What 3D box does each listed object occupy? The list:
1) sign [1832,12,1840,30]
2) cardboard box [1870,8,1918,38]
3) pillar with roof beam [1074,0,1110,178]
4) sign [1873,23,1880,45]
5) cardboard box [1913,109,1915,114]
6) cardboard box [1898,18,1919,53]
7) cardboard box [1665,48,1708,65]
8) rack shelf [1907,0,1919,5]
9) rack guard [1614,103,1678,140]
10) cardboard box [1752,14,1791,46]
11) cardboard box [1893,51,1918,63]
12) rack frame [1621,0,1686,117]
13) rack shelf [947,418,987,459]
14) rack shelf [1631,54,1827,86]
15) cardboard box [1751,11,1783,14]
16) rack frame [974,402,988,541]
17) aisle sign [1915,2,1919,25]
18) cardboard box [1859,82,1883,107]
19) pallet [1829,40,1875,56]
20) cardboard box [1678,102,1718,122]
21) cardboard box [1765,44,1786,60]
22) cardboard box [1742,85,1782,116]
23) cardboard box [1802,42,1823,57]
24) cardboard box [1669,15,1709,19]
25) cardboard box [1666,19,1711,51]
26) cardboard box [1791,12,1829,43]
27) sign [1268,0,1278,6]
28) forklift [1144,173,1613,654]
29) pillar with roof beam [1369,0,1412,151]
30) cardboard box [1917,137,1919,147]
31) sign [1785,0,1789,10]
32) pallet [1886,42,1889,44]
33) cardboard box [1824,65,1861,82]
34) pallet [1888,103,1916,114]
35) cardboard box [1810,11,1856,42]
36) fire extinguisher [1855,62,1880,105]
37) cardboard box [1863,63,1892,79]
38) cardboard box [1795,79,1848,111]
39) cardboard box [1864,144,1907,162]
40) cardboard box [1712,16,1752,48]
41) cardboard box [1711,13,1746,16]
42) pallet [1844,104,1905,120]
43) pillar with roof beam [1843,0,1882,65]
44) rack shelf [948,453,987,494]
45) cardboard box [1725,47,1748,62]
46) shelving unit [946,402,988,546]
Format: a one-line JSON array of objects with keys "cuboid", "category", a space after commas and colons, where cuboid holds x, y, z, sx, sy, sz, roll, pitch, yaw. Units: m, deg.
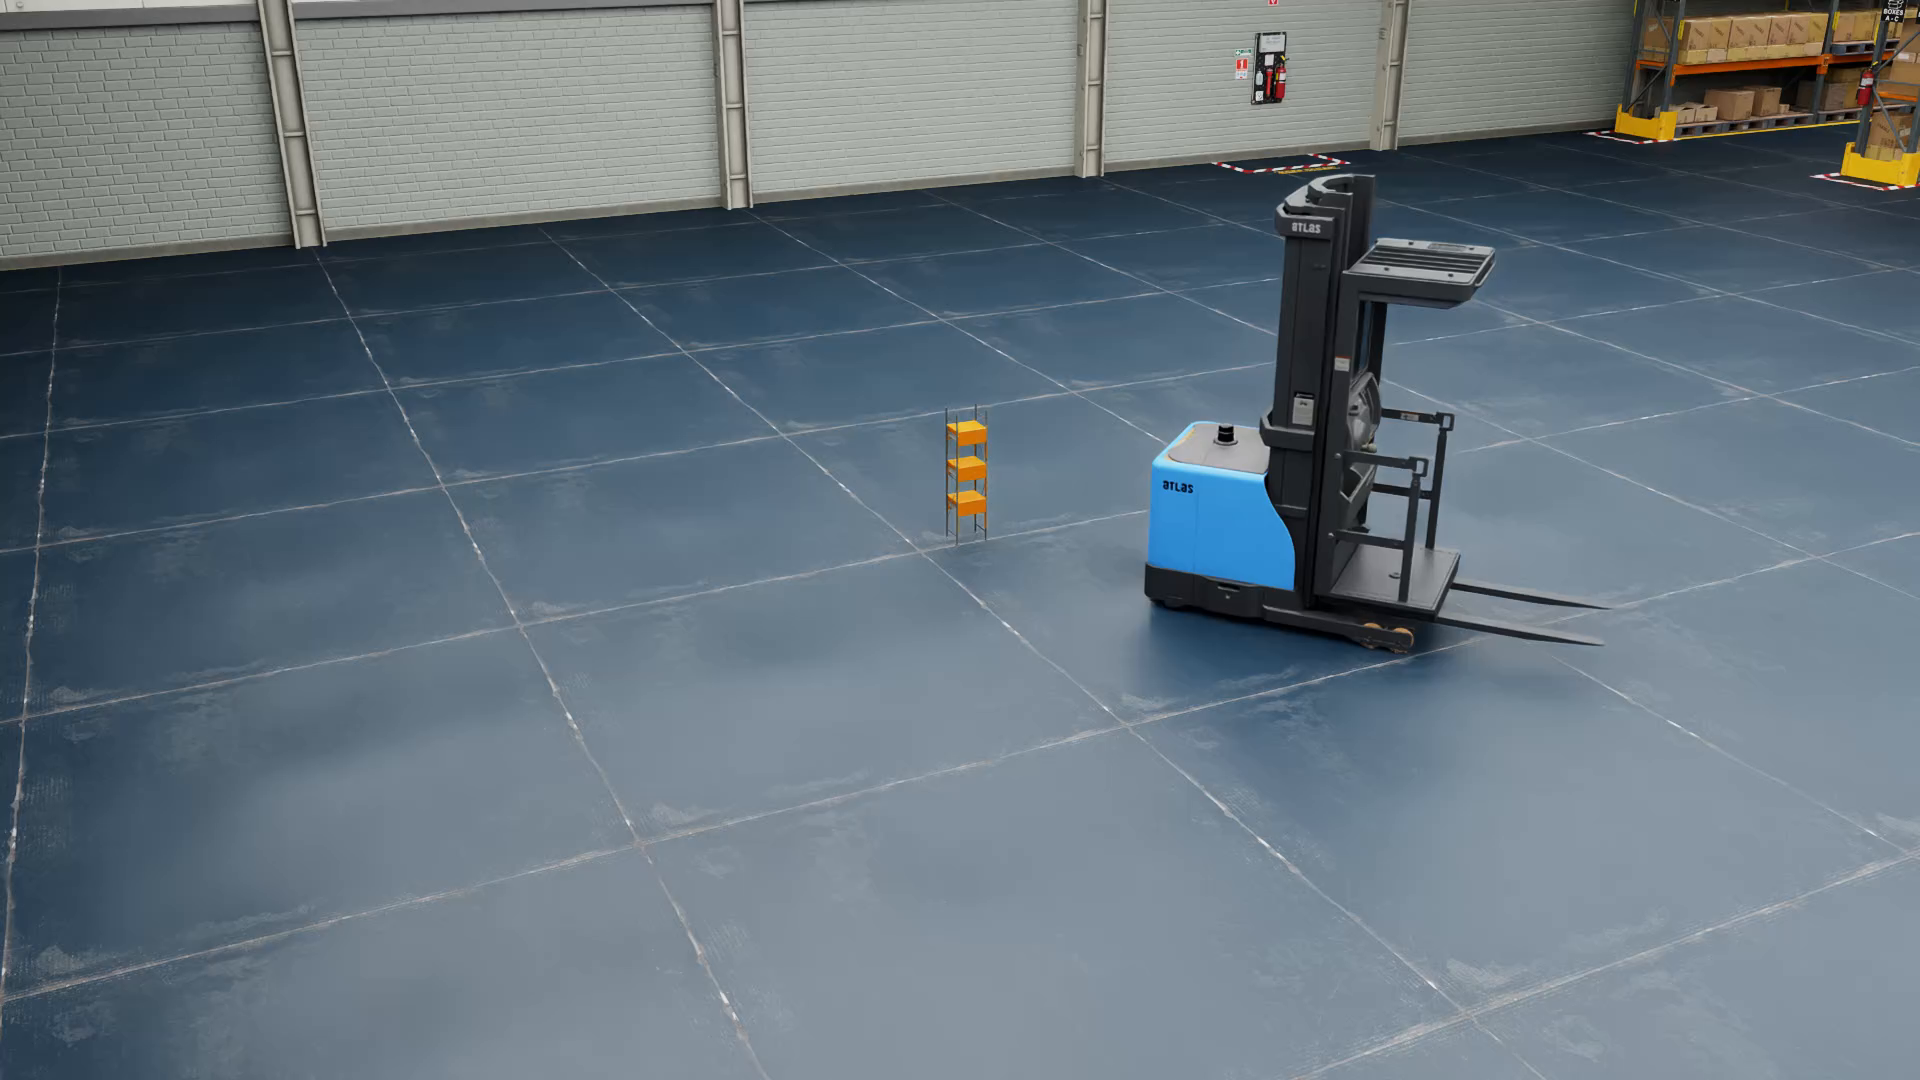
[{"cuboid": [16.501, -9.786, 31.338, 0.005, 0.325, 0.100, -10, 25, -24], "category": "sign"}, {"cuboid": [18.331, -10.189, 32.737, 0.500, 0.500, 0.700, -10, 25, -24], "category": "cardboard box"}, {"cuboid": [3.965, -8.620, 21.810, 0.400, 9.000, 9.100, -10, 25, -24], "category": "pillar with roof beam"}, {"cuboid": [14.584, -8.036, 26.417, 0.005, 0.325, 0.100, -10, 25, -24], "category": "sign"}, {"cuboid": [16.055, -6.834, 27.404, 0.500, 0.500, 0.500, -10, 25, -24], "category": "cardboard box"}, {"cuboid": [15.280, -7.929, 26.157, 0.500, 0.500, 0.700, -10, 25, -23], "category": "cardboard box"}, {"cuboid": [13.232, -8.820, 30.305, 0.500, 0.250, 0.500, -11, 25, -25], "category": "cardboard box"}, {"cuboid": [16.609, -8.587, 26.592, 4.000, 0.370, 1.077, -10, 25, -24], "category": "rack shelf"}, {"cuboid": [12.723, -7.766, 30.858, 0.348, 0.500, 1.175, -10, 25, -24], "category": "rack guard"}, {"cuboid": [15.061, -9.509, 30.989, 0.500, 0.500, 0.500, -11, 25, -25], "category": "cardboard box"}, {"cuboid": [15.068, -7.677, 26.395, 0.250, 0.149, 0.380, -11, 25, -25], "category": "cardboard box"}, {"cuboid": [12.655, -8.908, 30.349, 0.127, 3.000, 1.000, -10, 25, -24], "category": "rack frame"}, {"cuboid": [0.048, -0.746, 12.466, 0.240, 0.259, 0.215, -10, 25, -24], "category": "rack shelf"}, {"cuboid": [14.457, -8.908, 31.288, 4.000, 0.370, 1.077, -10, 25, -24], "category": "rack shelf"}, {"cuboid": [15.277, -9.768, 31.615, 0.500, 0.500, 0.500, -11, 25, -24], "category": "cardboard box"}, {"cuboid": [0.158, -0.514, 12.620, 0.008, 1.050, 0.200, -10, 25, -24], "category": "rack frame"}, {"cuboid": [14.880, -8.287, 25.448, 0.004, 0.787, 0.394, -10, 25, -24], "category": "aisle sign"}, {"cuboid": [17.836, -8.922, 33.075, 0.500, 0.500, 0.700, -10, 25, -23], "category": "cardboard box"}, {"cuboid": [17.011, -9.560, 32.174, 1.213, 0.211, 1.003, -10, 25, -24], "category": "pallet"}, {"cuboid": [13.831, -8.048, 31.210, 0.500, 0.311, 0.500, -8, 24, -19], "category": "cardboard box"}, {"cuboid": [15.065, -9.160, 31.128, 0.500, 0.250, 0.500, -11, 25, -24], "category": "cardboard box"}, {"cuboid": [15.341, -8.434, 31.897, 0.500, 0.500, 0.500, -12, 26, -28], "category": "cardboard box"}, {"cuboid": [15.964, -9.329, 31.535, 0.500, 0.250, 0.500, -10, 25, -23], "category": "cardboard box"}, {"cuboid": [13.445, -9.426, 30.790, 0.500, 0.500, 0.500, -10, 25, -23], "category": "cardboard box"}, {"cuboid": [13.215, -9.171, 30.172, 0.500, 0.500, 0.500, -10, 25, -24], "category": "cardboard box"}, {"cuboid": [15.967, -9.673, 31.387, 0.500, 0.500, 0.500, -10, 25, -24], "category": "cardboard box"}, {"cuboid": [5.210, -9.035, 27.623, 0.199, 0.298, 0.001, -10, 25, -24], "category": "sign"}, {"cuboid": [2.851, -0.837, 10.940, 3.031, 2.935, 1.130, 10, 24, 23], "category": "forklift"}, {"cuboid": [9.371, -9.616, 24.214, 0.400, 9.000, 9.100, -10, 25, -24], "category": "pillar with roof beam"}, {"cuboid": [15.836, -6.568, 26.760, 0.500, 0.500, 0.500, -10, 25, -24], "category": "cardboard box"}, {"cuboid": [16.015, -10.298, 32.191, 0.005, 0.325, 0.100, -10, 25, -24], "category": "sign"}, {"cuboid": [19.267, -9.992, 33.217, 1.003, 0.211, 1.213, -10, 25, -24], "category": "pallet"}, {"cuboid": [17.310, -9.169, 32.691, 0.500, 0.250, 0.500, -11, 25, -25], "category": "cardboard box"}, {"cuboid": [19.158, -8.818, 33.776, 1.213, 0.211, 1.003, -10, 25, -24], "category": "pallet"}, {"cuboid": [16.732, -9.894, 32.024, 0.500, 0.500, 0.700, -10, 25, -23], "category": "cardboard box"}, {"cuboid": [14.498, -7.307, 26.581, 0.183, 0.674, 0.296, -10, 25, -24], "category": "fire extinguisher"}, {"cuboid": [18.235, -9.333, 33.087, 0.500, 0.250, 0.500, -11, 25, -24], "category": "cardboard box"}, {"cuboid": [16.915, -8.748, 32.655, 0.500, 0.500, 0.700, -10, 24, -22], "category": "cardboard box"}, {"cuboid": [15.162, -6.316, 27.133, 0.500, 0.250, 0.500, -10, 25, -24], "category": "cardboard box"}, {"cuboid": [14.133, -9.333, 30.563, 0.500, 0.500, 0.500, -11, 25, -25], "category": "cardboard box"}, {"cuboid": [14.363, -9.597, 31.203, 0.500, 0.500, 0.500, -10, 25, -23], "category": "cardboard box"}, {"cuboid": [18.061, -8.617, 33.291, 1.213, 0.211, 1.003, -10, 25, -24], "category": "pallet"}, {"cuboid": [20.184, -11.606, 29.023, 0.400, 9.000, 9.100, -10, 25, -24], "category": "pillar with roof beam"}, {"cuboid": [0.048, -0.484, 12.575, 0.240, 0.259, 0.215, -10, 25, -24], "category": "rack shelf"}, {"cuboid": [14.155, -8.993, 30.724, 0.500, 0.250, 0.500, -11, 25, -24], "category": "cardboard box"}, {"cuboid": [0.048, -0.494, 12.571, 0.252, 1.050, 0.215, -10, 25, -24], "category": "shelving unit"}]
